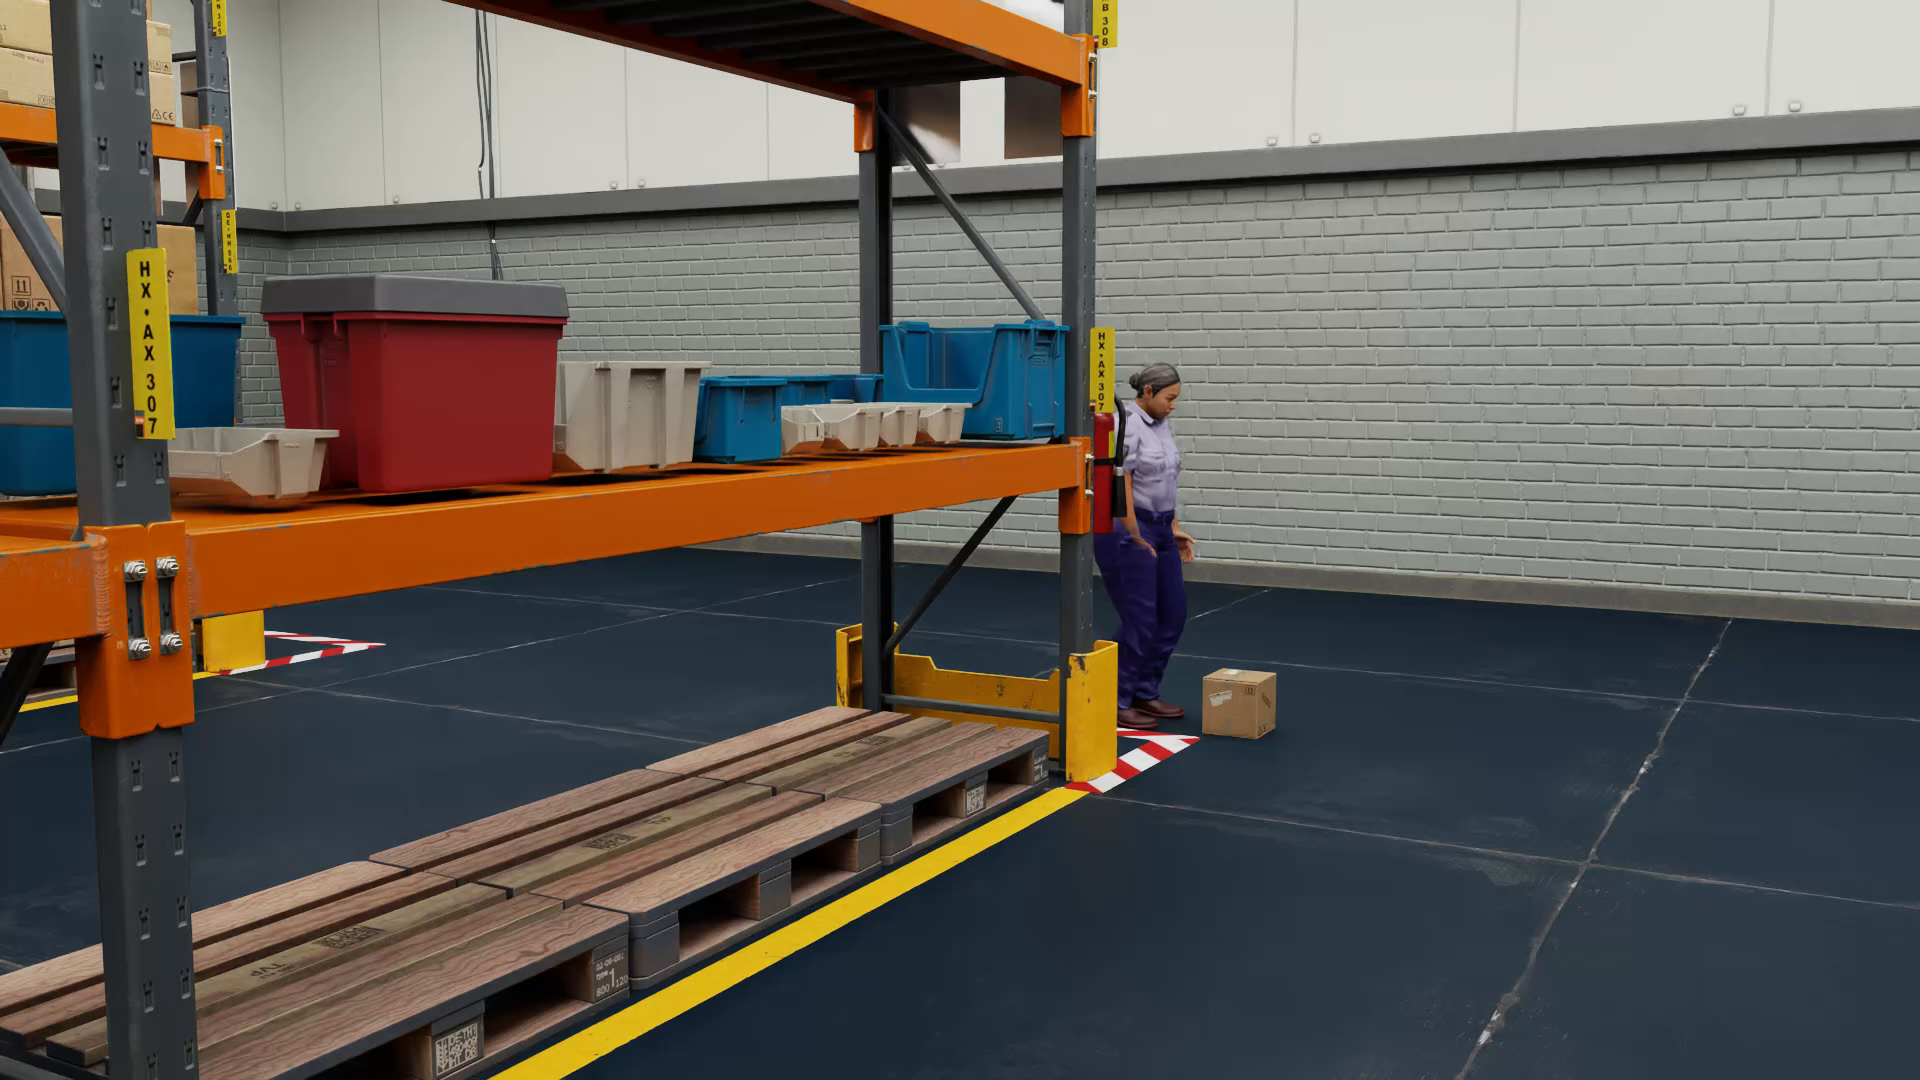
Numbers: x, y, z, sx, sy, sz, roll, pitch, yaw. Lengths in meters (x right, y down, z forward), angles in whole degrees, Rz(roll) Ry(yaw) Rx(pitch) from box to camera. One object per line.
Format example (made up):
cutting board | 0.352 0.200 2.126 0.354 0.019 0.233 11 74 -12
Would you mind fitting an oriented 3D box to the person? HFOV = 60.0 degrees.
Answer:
person | 0.822 0.013 7.503 0.372 1.621 0.489 4 7 33
